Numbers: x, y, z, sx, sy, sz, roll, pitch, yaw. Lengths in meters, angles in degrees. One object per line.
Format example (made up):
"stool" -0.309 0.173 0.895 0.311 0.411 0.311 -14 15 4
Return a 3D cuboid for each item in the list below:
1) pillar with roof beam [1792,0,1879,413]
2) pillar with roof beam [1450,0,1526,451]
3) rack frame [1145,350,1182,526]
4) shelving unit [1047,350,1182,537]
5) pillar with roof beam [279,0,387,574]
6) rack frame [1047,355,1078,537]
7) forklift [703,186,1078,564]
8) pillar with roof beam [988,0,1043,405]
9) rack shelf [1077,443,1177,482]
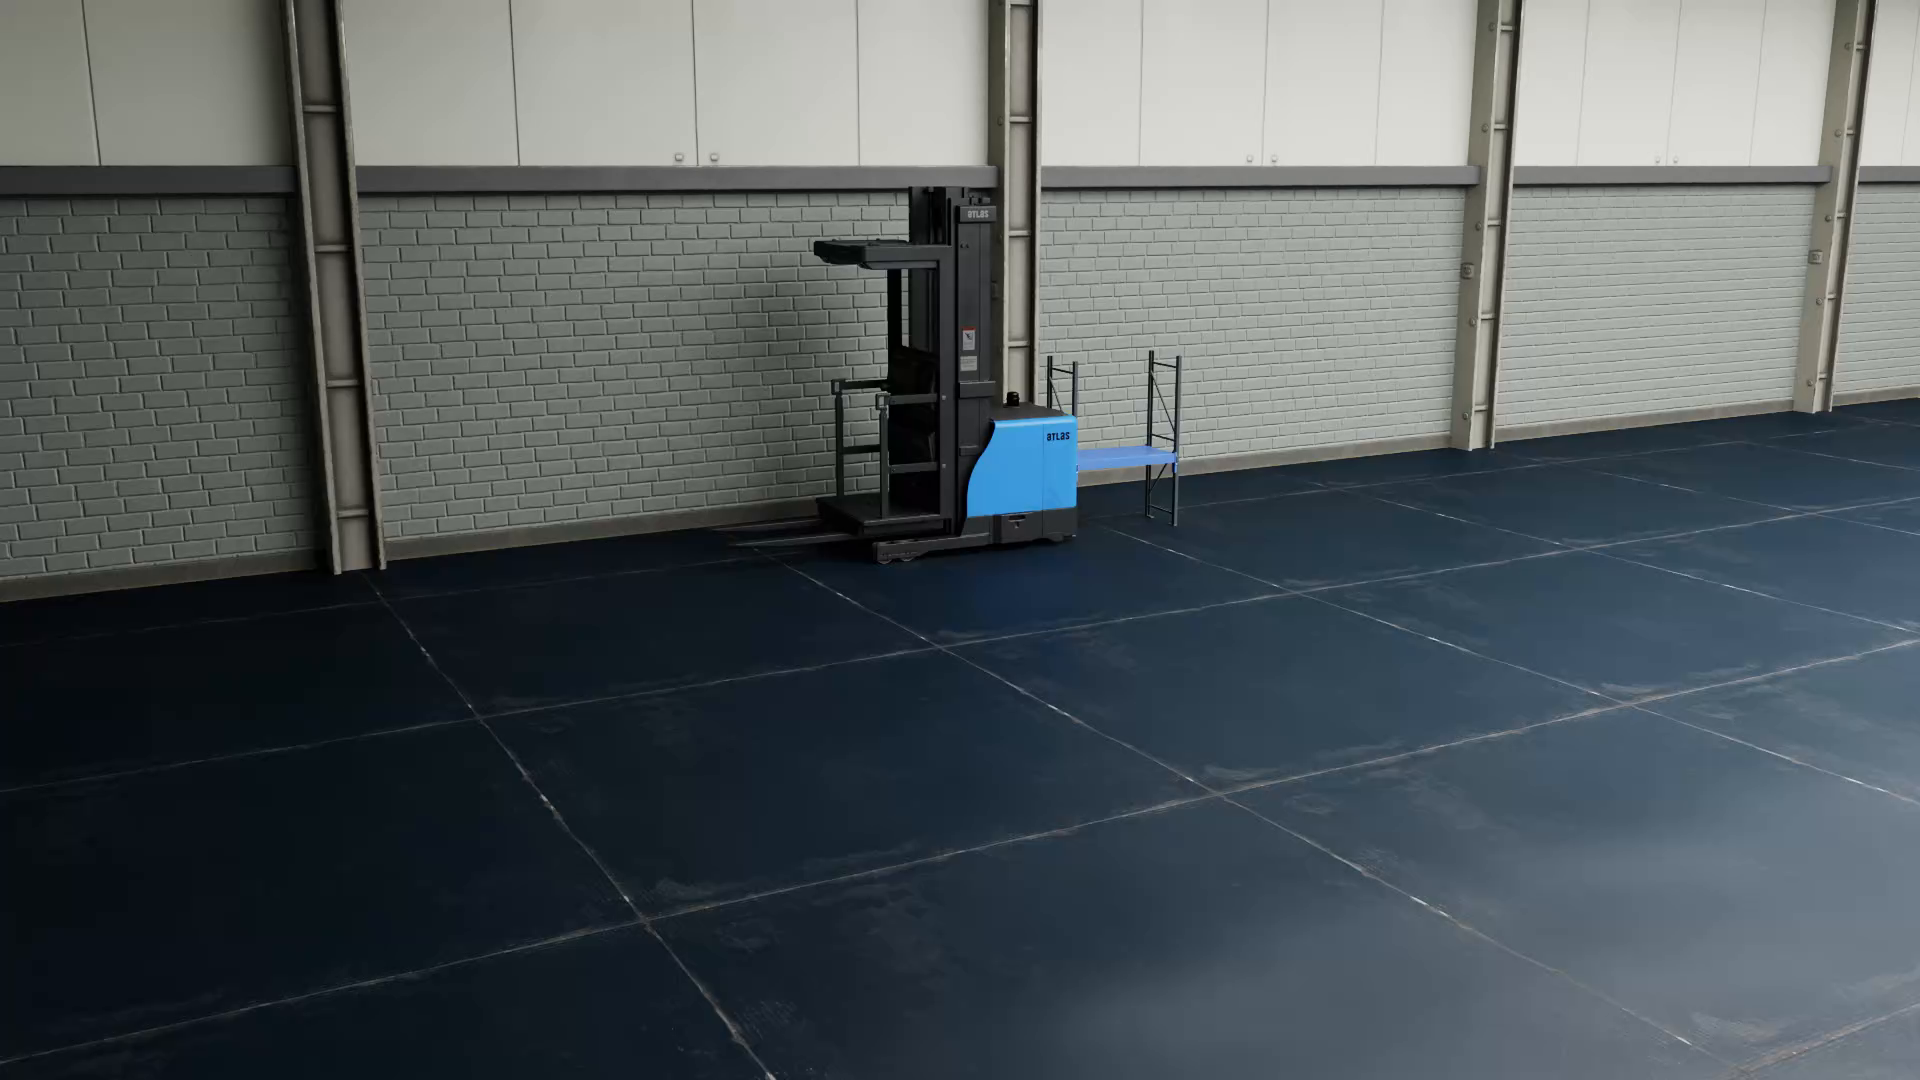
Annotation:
"pillar with roof beam" 13.096 -5.237 16.882 0.400 9.000 9.100 -7 14 -28
"pillar with roof beam" 7.830 -4.605 14.077 0.400 9.000 9.100 -7 14 -28
"rack frame" 1.794 -0.904 14.710 0.032 1.500 0.500 -6 14 -24
"shelving unit" 1.333 -0.857 14.502 1.048 1.500 0.538 -6 14 -24
"pillar with roof beam" -2.703 -3.343 8.468 0.400 9.000 9.100 -7 14 -28
"rack frame" 0.871 -0.810 14.295 0.032 1.500 0.500 -6 14 -24
"forklift" -0.568 -1.373 13.533 3.031 2.935 1.130 -6 14 -24
"pillar with roof beam" 2.563 -3.974 11.273 0.400 9.000 9.100 -7 14 -28
"rack shelf" 1.333 -0.682 14.542 1.000 0.185 0.538 -6 14 -24
